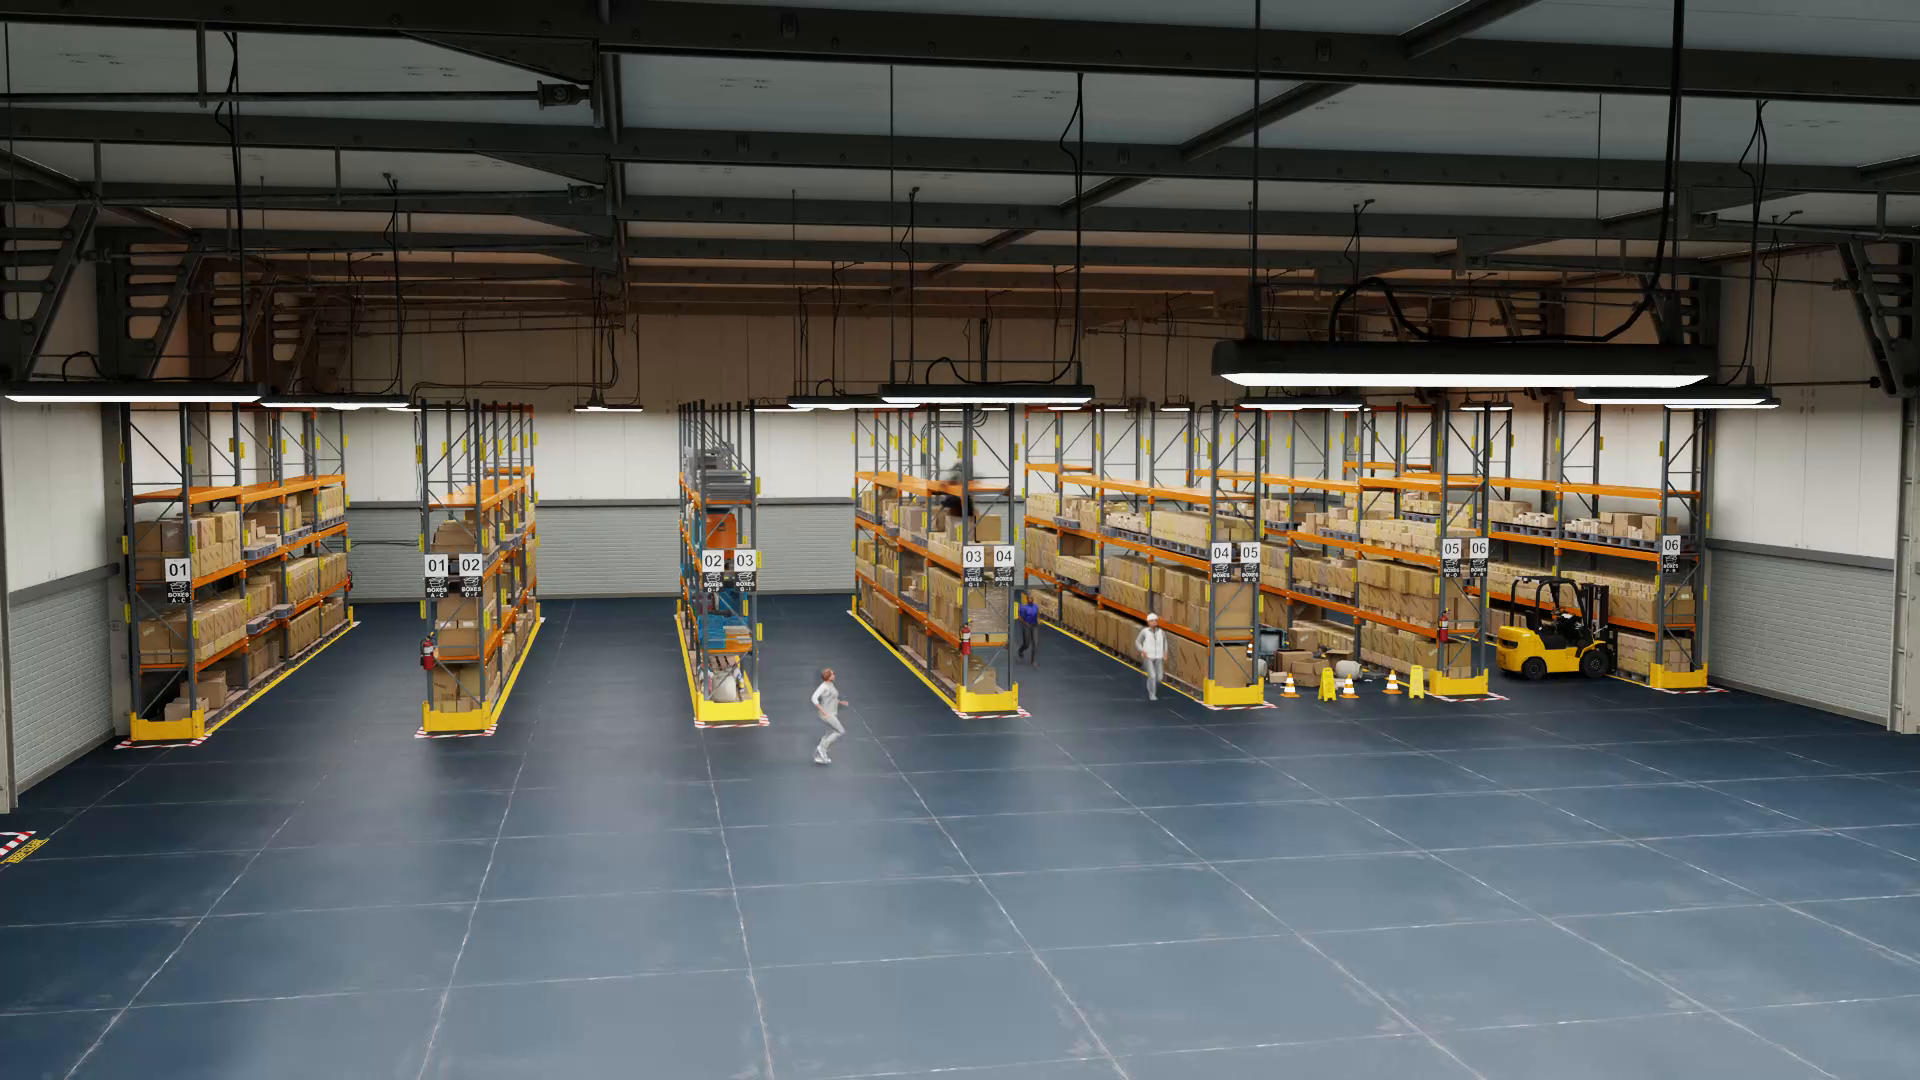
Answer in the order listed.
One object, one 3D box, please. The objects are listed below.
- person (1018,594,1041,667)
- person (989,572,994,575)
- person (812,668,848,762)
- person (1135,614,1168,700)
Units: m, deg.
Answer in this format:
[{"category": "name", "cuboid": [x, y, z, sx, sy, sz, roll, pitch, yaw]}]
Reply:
[{"category": "person", "cuboid": [1.590, 2.049, 38.042, 0.594, 1.666, 0.839, -2, 5, -22]}, {"category": "person", "cuboid": [0.753, 1.245, 47.520, 0.742, 1.754, 0.981, 0, 4, 1]}, {"category": "person", "cuboid": [-2.119, 2.882, 27.221, 0.596, 1.548, 0.515, 1, 4, 7]}, {"category": "person", "cuboid": [3.846, 2.335, 33.409, 0.688, 1.726, 0.669, -1, 4, -15]}]
